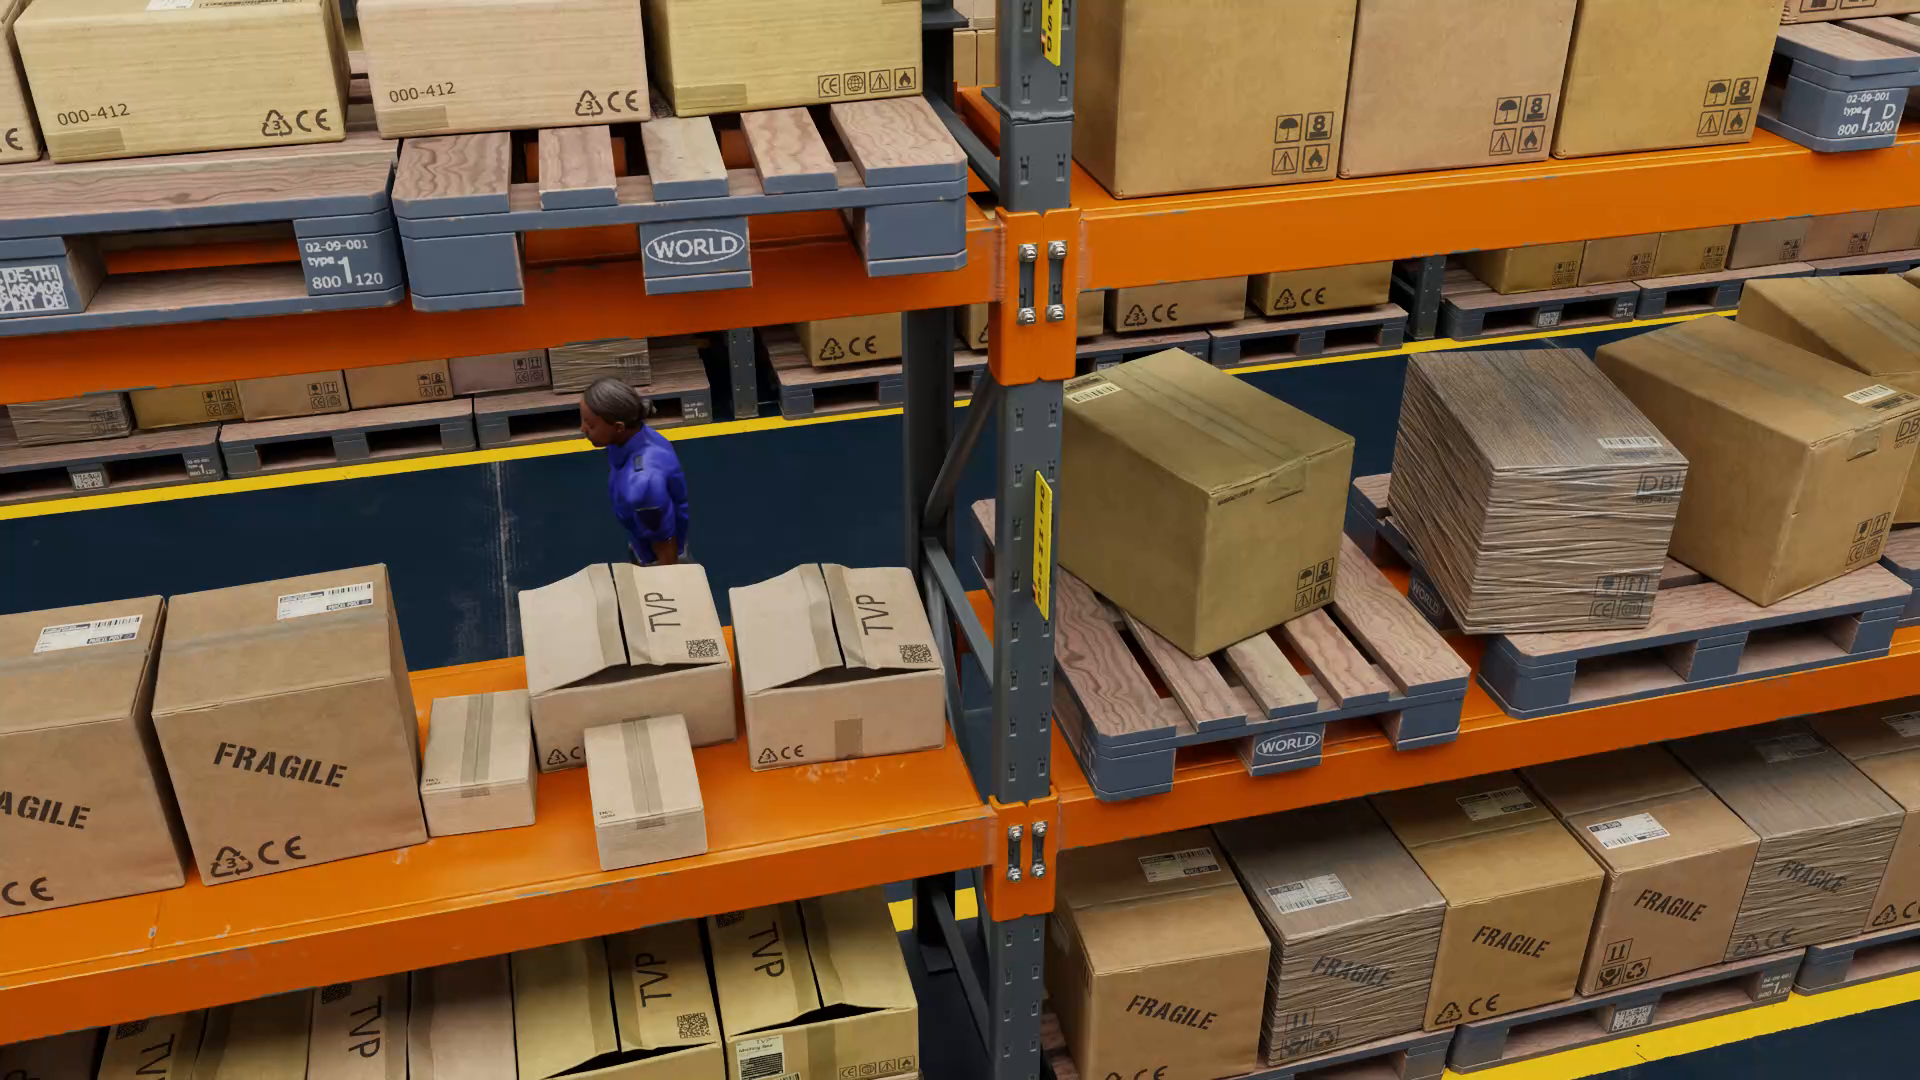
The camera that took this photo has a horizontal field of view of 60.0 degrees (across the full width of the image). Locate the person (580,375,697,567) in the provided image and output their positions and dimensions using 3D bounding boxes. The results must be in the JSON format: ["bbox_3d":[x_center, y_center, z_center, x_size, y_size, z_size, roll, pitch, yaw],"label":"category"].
[{"bbox_3d":[-1.089,0.159,5.865,0.352,1.654,0.514,-8,31,-14],"label":"person"}]
